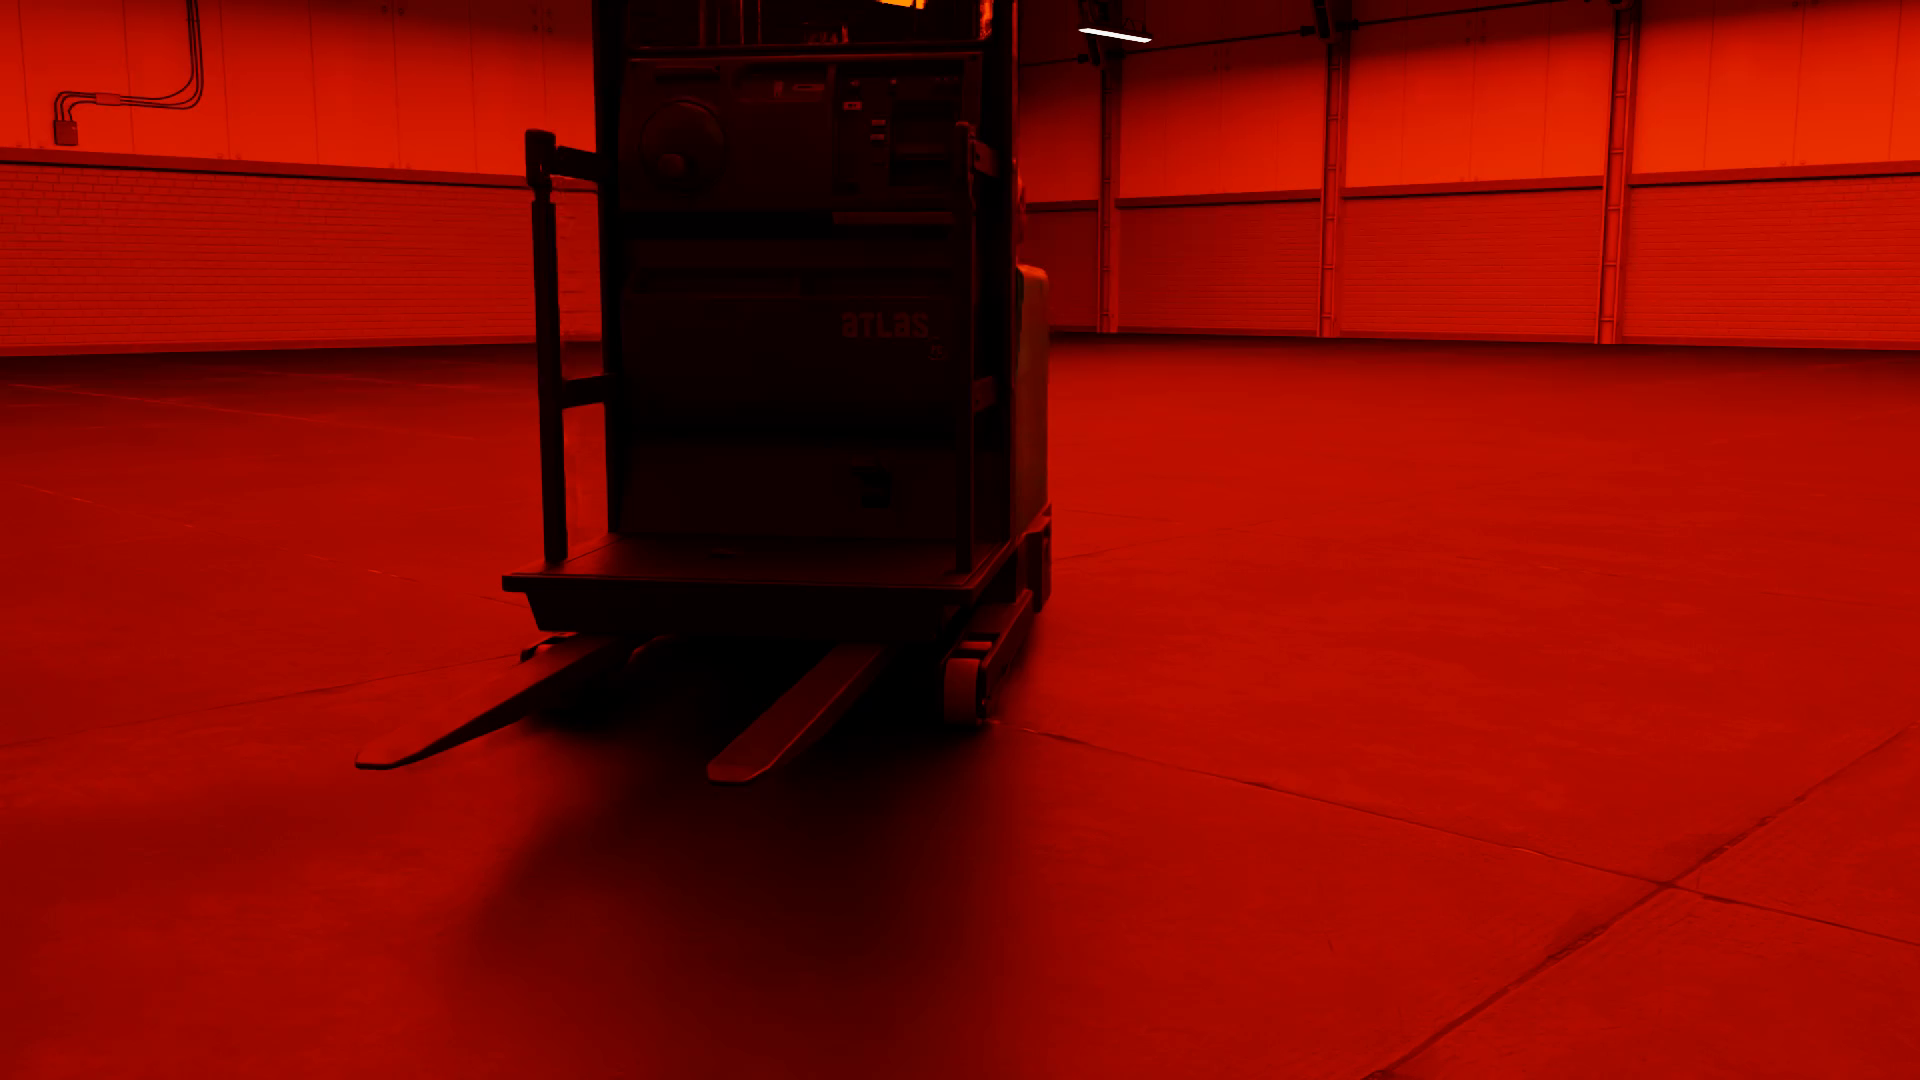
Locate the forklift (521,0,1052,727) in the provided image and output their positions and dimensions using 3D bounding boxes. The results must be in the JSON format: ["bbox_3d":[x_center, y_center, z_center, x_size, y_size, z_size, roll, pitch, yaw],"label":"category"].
[{"bbox_3d":[-0.351,-1.109,4.532,1.129,2.843,1.939,1,9,9],"label":"forklift"}]

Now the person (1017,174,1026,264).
[{"bbox_3d":[-0.009,-0.872,6.581,0.387,1.770,0.556,8,12,43],"label":"person"}]
